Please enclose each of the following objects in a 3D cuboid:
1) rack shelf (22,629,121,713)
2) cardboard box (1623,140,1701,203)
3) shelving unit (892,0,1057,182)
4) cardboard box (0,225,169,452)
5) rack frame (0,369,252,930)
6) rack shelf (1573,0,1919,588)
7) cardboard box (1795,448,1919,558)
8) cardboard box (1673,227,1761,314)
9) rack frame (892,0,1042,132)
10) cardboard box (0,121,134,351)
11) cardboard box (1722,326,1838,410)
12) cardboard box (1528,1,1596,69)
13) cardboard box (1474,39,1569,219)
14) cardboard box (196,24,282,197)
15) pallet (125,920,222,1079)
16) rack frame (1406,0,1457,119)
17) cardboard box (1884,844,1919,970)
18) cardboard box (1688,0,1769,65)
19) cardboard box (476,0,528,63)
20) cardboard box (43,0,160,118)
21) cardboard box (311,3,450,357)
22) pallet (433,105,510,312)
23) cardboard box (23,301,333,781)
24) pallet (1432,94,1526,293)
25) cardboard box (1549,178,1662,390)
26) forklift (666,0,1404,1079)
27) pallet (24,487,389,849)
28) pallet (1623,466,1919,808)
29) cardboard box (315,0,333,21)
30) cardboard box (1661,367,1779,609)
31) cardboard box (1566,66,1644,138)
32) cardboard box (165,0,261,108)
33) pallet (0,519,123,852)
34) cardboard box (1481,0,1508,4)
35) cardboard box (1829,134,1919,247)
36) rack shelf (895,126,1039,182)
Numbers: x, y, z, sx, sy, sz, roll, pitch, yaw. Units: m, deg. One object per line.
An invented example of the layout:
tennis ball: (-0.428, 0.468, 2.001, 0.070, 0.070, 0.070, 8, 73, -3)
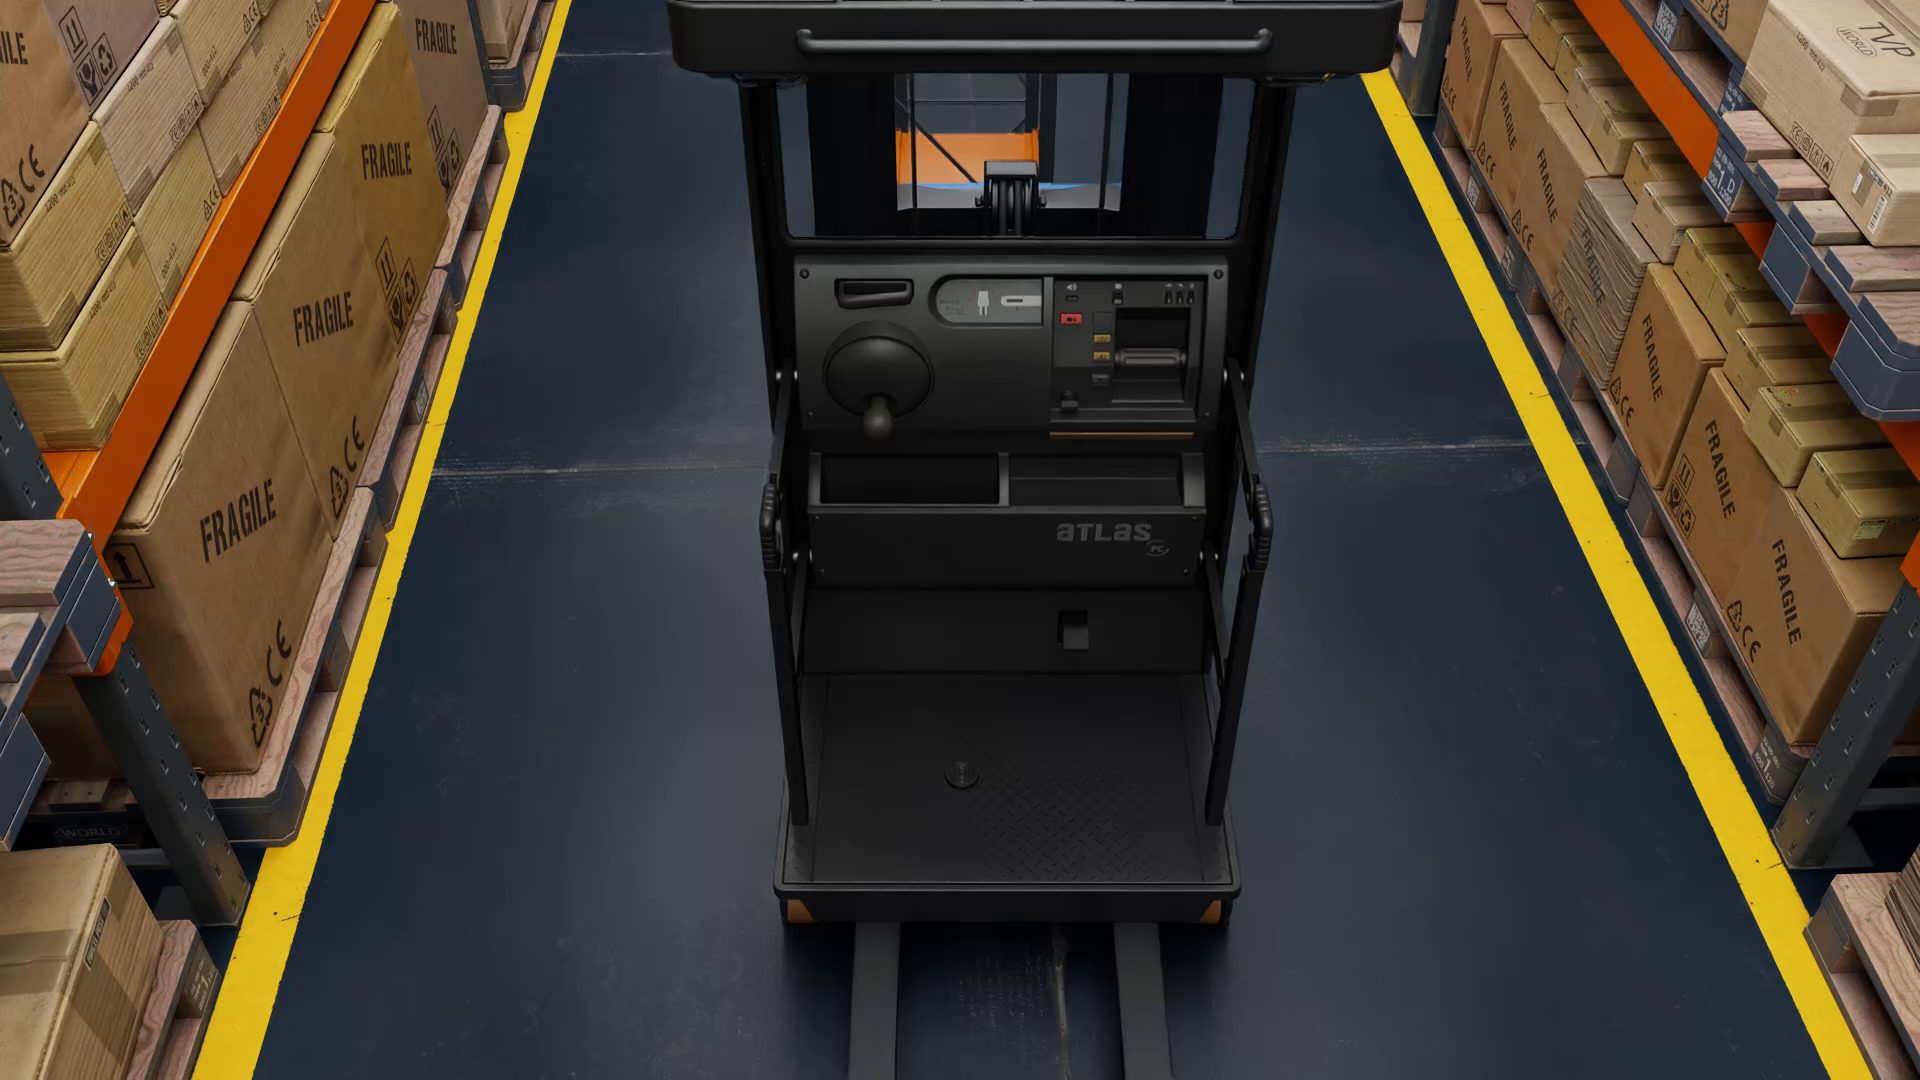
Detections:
rack shelf: (-2.232, 1.459, 1.971, 1.077, 0.370, 4.000, -2, 43, -2)
cardboard box: (2.381, -1.163, 5.358, 0.380, 0.149, 0.250, -1, 43, -2)
shelving unit: (0.022, -1.196, 5.445, 0.587, 1.500, 1.083, 0, 43, 0)
cardboard box: (-2.086, -0.439, 3.620, 0.500, 0.250, 0.500, -2, 43, -3)
rack frame: (-2.317, -0.156, 3.201, 1.000, 3.000, 0.127, -2, 43, -2)
rack shelf: (2.557, -1.386, 5.075, 1.077, 0.370, 4.000, -2, 43, -2)
cardboard box: (2.368, -0.100, 4.198, 0.380, 0.149, 0.250, -4, 43, -4)
cardboard box: (2.382, -0.810, 4.973, 0.380, 0.149, 0.250, -2, 43, -2)
rack frame: (0.023, -1.533, 5.813, 0.500, 1.500, 0.032, 0, 43, 0)
cardboard box: (-2.091, -0.635, 3.464, 0.500, 0.250, 0.500, -2, 43, -2)
cardboard box: (2.359, -0.462, 4.594, 0.380, 0.149, 0.250, -3, 43, -3)
cardboard box: (2.333, -1.867, 6.126, 0.380, 0.149, 0.250, -4, 43, -4)
cardboard box: (2.301, -1.543, 6.253, 0.500, 0.500, 0.500, -2, 43, -2)
cardboard box: (-2.142, -1.139, 4.384, 0.500, 0.250, 0.500, 0, 43, 0)
pallet: (-2.285, 1.399, 3.567, 1.003, 0.211, 1.213, -2, 43, -2)
rack frame: (2.473, -3.002, 6.305, 1.000, 3.000, 0.127, -2, 43, -2)
cardboard box: (2.655, 0.841, 3.560, 0.875, 0.625, 0.625, 0, 43, 0)
cardboard box: (2.388, -1.591, 4.379, 0.797, 0.503, 0.637, -3, 43, -3)
cardboard box: (-2.406, -2.494, 7.336, 0.875, 0.438, 0.875, -2, 43, -2)
cardboard box: (-2.124, -1.236, 3.565, 0.500, 0.500, 0.500, -1, 43, -2)
cardboard box: (-2.334, -1.203, 5.604, 0.875, 0.875, 0.875, -1, 43, -1)
pallet: (-2.378, -1.310, 6.523, 1.003, 0.211, 1.213, -2, 43, -2)
cardboard box: (-2.263, 0.003, 4.288, 0.875, 0.875, 0.875, -2, 43, -2)
pallet: (2.545, -1.426, 6.649, 1.003, 0.211, 1.213, -2, 43, -2)
cardboard box: (2.333, -0.856, 5.503, 0.500, 0.500, 0.500, -3, 43, -3)
forklift: (0.111, -0.330, 3.440, 1.130, 2.935, 3.031, 0, 43, 0)
pallet: (-2.275, 0.337, 4.726, 1.003, 0.211, 1.213, -2, 43, -2)
pallet: (2.648, 0.221, 4.852, 1.003, 0.211, 1.213, -2, 43, -2)
cardboard box: (-2.193, -1.821, 5.128, 0.500, 0.250, 0.500, -3, 43, -3)
cardboard box: (2.399, -0.152, 4.735, 0.500, 0.500, 0.500, -2, 43, -2)
cardboard box: (2.332, -1.512, 5.739, 0.380, 0.149, 0.250, -2, 43, -2)
cardboard box: (-2.121, -1.320, 4.212, 0.500, 0.250, 0.500, -2, 43, -2)
pallet: (-2.180, 0.392, 2.744, 1.213, 0.211, 1.003, -2, 43, -2)
cardboard box: (2.222, -2.224, 6.516, 0.380, 0.149, 0.250, 0, 43, 0)
cardboard box: (2.231, -0.796, 3.774, 0.380, 0.149, 0.250, -1, 43, -1)
rack shelf: (0.022, -1.057, 5.559, 0.538, 0.185, 1.000, 0, 43, 0)
